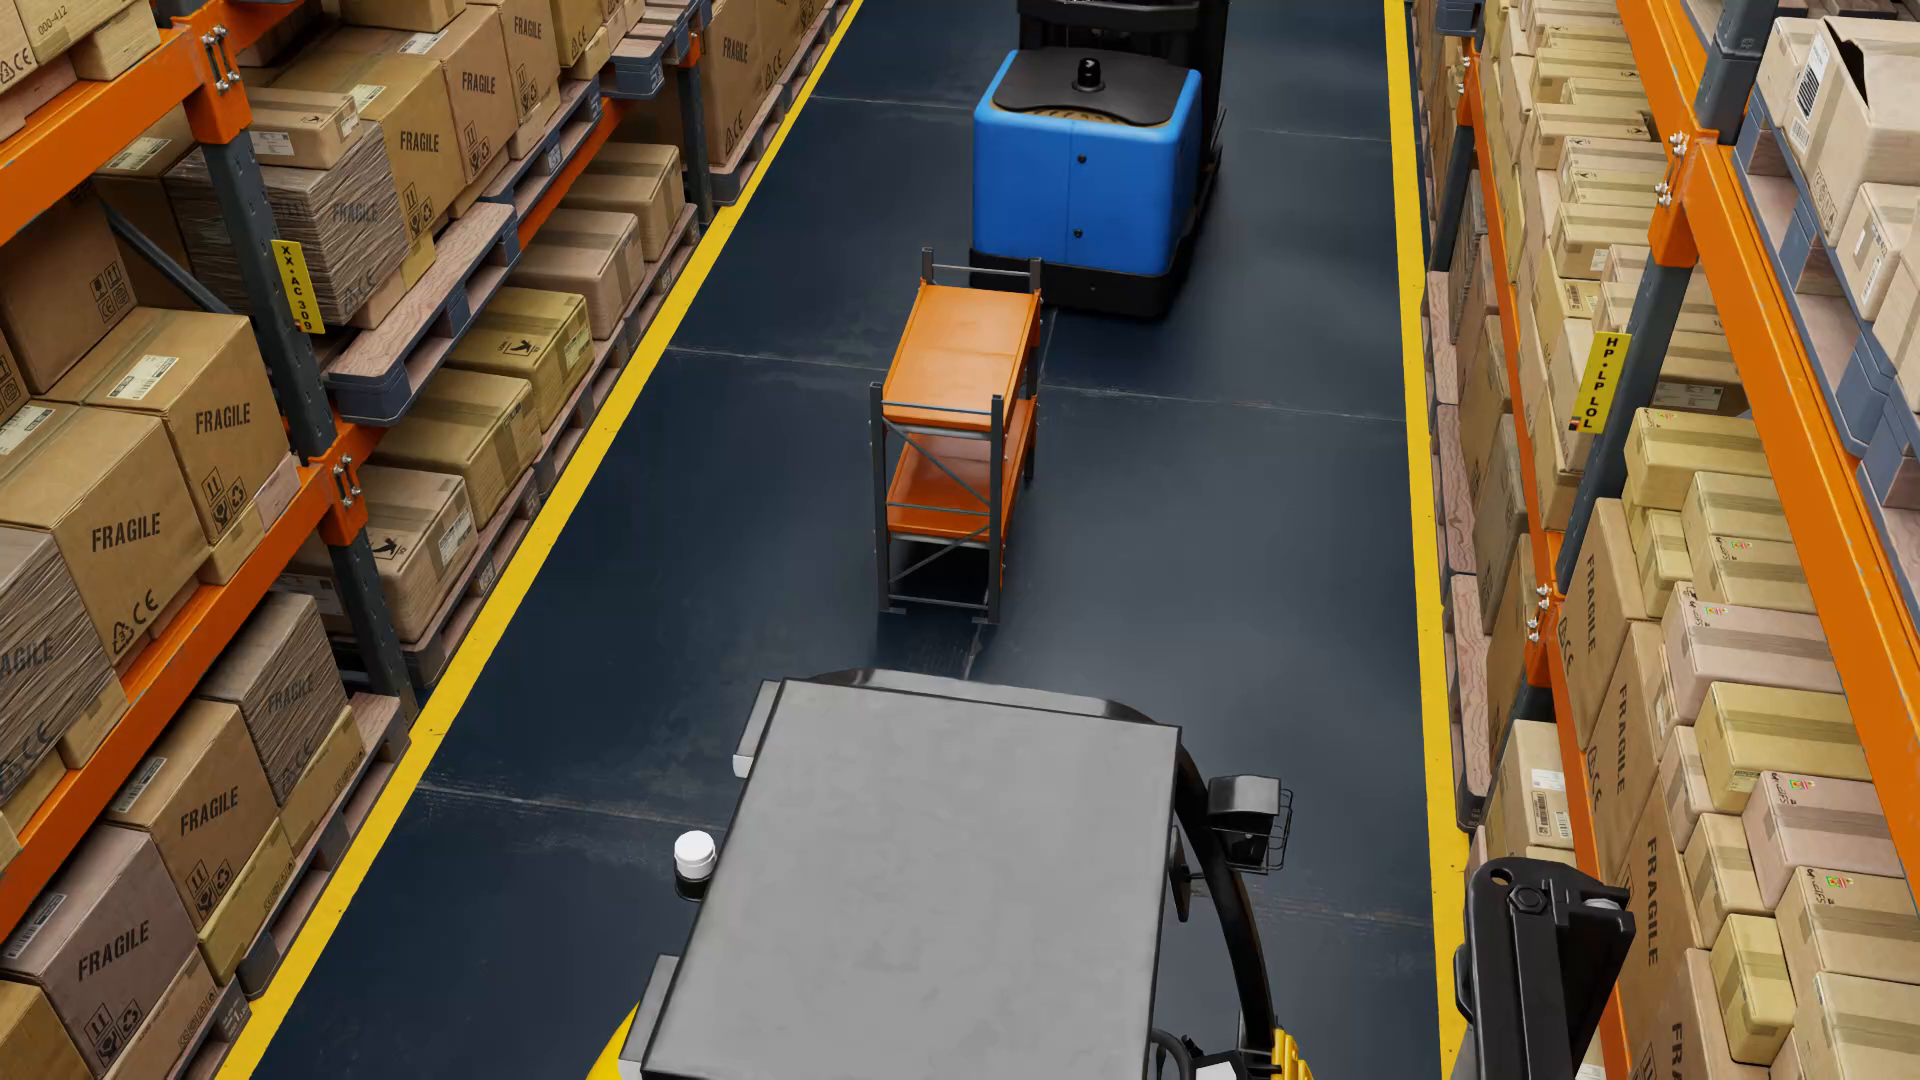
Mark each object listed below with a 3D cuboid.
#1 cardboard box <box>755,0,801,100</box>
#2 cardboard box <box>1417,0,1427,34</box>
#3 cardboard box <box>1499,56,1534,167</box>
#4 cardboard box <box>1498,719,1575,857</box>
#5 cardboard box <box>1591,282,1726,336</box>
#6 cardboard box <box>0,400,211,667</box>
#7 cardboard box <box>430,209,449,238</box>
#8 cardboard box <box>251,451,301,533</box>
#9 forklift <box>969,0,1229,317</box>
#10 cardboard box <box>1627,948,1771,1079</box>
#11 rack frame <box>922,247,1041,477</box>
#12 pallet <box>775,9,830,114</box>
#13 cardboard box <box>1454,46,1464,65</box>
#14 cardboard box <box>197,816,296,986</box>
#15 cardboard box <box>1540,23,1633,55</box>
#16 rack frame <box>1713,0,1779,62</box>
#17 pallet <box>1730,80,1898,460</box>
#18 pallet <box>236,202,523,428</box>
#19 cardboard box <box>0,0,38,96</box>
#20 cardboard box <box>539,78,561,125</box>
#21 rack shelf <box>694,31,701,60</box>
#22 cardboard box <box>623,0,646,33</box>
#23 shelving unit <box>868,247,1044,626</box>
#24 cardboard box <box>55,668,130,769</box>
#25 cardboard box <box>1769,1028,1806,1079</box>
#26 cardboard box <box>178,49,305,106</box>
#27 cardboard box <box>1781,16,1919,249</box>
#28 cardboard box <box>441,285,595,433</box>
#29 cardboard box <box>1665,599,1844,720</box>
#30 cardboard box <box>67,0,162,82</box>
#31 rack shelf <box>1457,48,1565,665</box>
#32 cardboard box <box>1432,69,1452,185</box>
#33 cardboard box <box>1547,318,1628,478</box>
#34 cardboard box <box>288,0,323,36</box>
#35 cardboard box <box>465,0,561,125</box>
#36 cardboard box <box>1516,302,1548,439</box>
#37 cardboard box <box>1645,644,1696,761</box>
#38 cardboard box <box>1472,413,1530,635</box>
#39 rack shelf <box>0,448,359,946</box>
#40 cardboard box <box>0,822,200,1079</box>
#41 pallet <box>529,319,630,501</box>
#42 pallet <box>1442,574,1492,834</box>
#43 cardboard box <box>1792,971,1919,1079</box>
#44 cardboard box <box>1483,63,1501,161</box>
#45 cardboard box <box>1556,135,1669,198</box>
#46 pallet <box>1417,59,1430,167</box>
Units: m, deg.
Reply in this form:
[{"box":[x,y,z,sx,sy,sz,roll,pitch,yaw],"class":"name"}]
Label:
[{"box":[-1.542,-3.342,10.276,0.875,0.875,0.875,7,40,8],"class":"cardboard box"},{"box":[3.292,-3.565,10.840,0.500,0.500,0.500,6,40,7],"class":"cardboard box"},{"box":[2.474,-1.713,6.694,0.500,0.250,0.500,5,40,7],"class":"cardboard box"},{"box":[1.903,0.821,4.946,0.500,0.250,0.500,6,40,7],"class":"cardboard box"},{"box":[2.163,-0.652,5.097,0.380,0.149,0.250,6,40,7],"class":"cardboard box"},{"box":[-2.508,-0.028,4.618,0.500,0.500,0.500,8,40,9],"class":"cardboard box"},{"box":[-2.161,-1.224,6.244,0.380,0.149,0.250,9,40,11],"class":"cardboard box"},{"box":[-2.349,-0.173,5.302,0.380,0.149,0.250,6,40,7],"class":"cardboard box"},{"box":[0.925,-3.218,8.842,1.130,2.935,3.031,10,41,11],"class":"forklift"},{"box":[1.693,1.211,3.353,0.500,0.500,0.500,7,40,8],"class":"cardboard box"},{"box":[0.089,-0.757,7.283,0.500,1.125,0.032,6,40,8],"class":"rack frame"},{"box":[-1.478,-3.191,10.944,1.003,0.211,1.213,6,40,8],"class":"pallet"},{"box":[2.930,-2.592,9.154,0.380,0.149,0.250,5,40,6],"class":"cardboard box"},{"box":[-2.514,1.129,5.359,0.500,0.250,0.500,5,40,6],"class":"cardboard box"},{"box":[2.532,-1.933,6.647,0.380,0.149,0.250,7,40,8],"class":"cardboard box"},{"box":[2.296,-2.272,2.936,1.000,3.000,0.127,6,40,8],"class":"rack frame"},{"box":[2.174,-0.544,3.269,1.003,0.211,1.213,6,40,8],"class":"pallet"},{"box":[-2.318,-0.895,6.129,1.003,0.211,1.213,6,40,8],"class":"pallet"},{"box":[-2.492,-1.094,3.750,0.500,0.250,0.500,6,40,7],"class":"cardboard box"},{"box":[-1.917,-1.868,7.023,0.380,0.149,0.250,5,40,6],"class":"cardboard box"},{"box":[-1.556,-3.993,10.291,1.077,0.370,4.000,6,40,8],"class":"rack shelf"},{"box":[-1.701,-2.510,7.799,0.380,0.149,0.250,6,40,7],"class":"cardboard box"},{"box":[0.001,-0.438,6.897,0.538,1.125,1.048,6,40,8],"class":"shelving unit"},{"box":[-2.522,0.465,4.531,0.380,0.149,0.250,6,40,7],"class":"cardboard box"},{"box":[1.717,1.059,3.028,0.380,0.149,0.250,6,40,7],"class":"cardboard box"},{"box":[-2.655,-1.447,6.004,0.500,0.500,0.500,7,40,8],"class":"cardboard box"},{"box":[1.912,-0.787,3.156,0.500,0.311,0.500,7,40,9],"class":"cardboard box"},{"box":[-2.266,-0.872,7.683,0.950,0.372,0.625,8,40,9],"class":"cardboard box"},{"box":[1.811,0.289,3.725,0.380,0.149,0.250,7,40,9],"class":"cardboard box"},{"box":[-2.348,-1.333,4.351,0.380,0.149,0.250,7,40,8],"class":"cardboard box"},{"box":[2.642,-0.938,6.595,1.077,0.370,4.000,6,40,8],"class":"rack shelf"},{"box":[2.946,-2.271,9.275,0.500,0.500,0.500,6,40,7],"class":"cardboard box"},{"box":[2.129,-0.431,5.143,0.500,0.250,0.500,6,40,7],"class":"cardboard box"},{"box":[-2.606,-1.993,6.157,0.380,0.149,0.250,5,40,6],"class":"cardboard box"},{"box":[-1.967,-2.030,6.709,0.500,0.500,0.500,5,40,6],"class":"cardboard box"},{"box":[2.207,-0.564,5.695,0.500,0.250,0.500,6,40,7],"class":"cardboard box"},{"box":[1.805,0.398,3.827,0.380,0.149,0.250,7,40,9],"class":"cardboard box"},{"box":[2.517,-0.022,6.456,0.875,0.625,0.625,6,40,7],"class":"cardboard box"},{"box":[-2.940,1.027,4.218,1.077,0.370,4.000,6,40,8],"class":"rack shelf"},{"box":[-2.605,1.144,4.752,0.500,0.500,0.500,8,40,10],"class":"cardboard box"},{"box":[-2.252,-0.687,7.916,1.003,0.211,1.213,6,40,8],"class":"pallet"},{"box":[2.385,0.648,6.301,1.003,0.211,1.213,6,40,8],"class":"pallet"},{"box":[1.718,0.936,2.943,0.380,0.149,0.250,7,40,8],"class":"cardboard box"},{"box":[2.578,-1.846,7.247,0.500,0.250,0.500,6,40,7],"class":"cardboard box"},{"box":[2.328,-1.293,5.872,0.380,0.149,0.250,7,40,8],"class":"cardboard box"},{"box":[3.368,-2.624,10.258,1.003,0.211,1.213,6,40,8],"class":"pallet"}]
